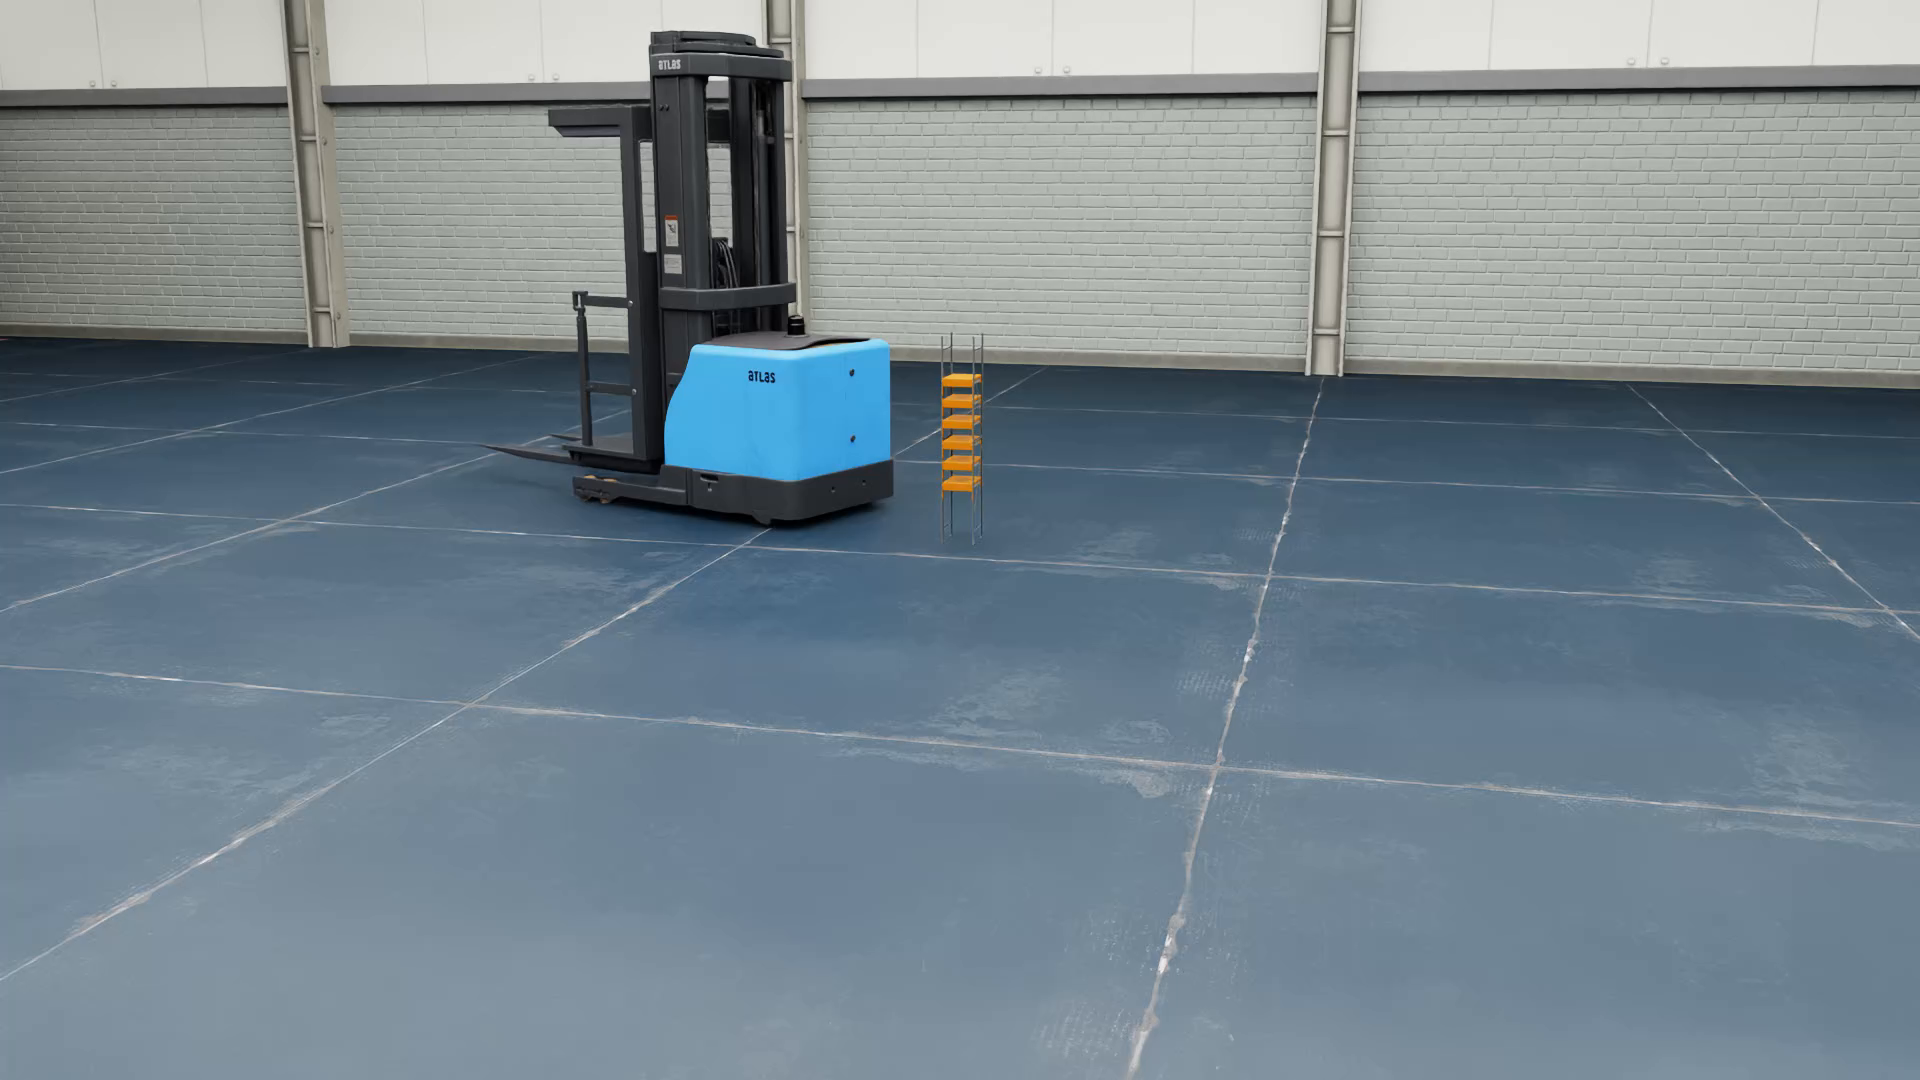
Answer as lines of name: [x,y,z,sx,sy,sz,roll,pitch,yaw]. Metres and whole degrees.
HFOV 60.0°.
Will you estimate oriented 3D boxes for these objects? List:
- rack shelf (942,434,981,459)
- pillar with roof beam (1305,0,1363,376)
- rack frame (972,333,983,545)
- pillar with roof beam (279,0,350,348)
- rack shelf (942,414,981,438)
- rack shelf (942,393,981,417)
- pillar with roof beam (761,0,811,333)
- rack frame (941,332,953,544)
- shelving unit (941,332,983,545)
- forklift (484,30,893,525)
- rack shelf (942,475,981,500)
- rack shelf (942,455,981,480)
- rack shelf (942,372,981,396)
rack shelf: [0.014,-0.542,9.610,0.180,0.103,0.258,3,13,14]
pillar with roof beam: [2.849,-5.256,12.648,0.400,9.000,9.100,3,13,14]
rack frame: [0.103,-0.580,9.579,0.006,1.200,0.240,3,13,14]
pillar with roof beam: [-8.801,-5.879,15.454,0.400,9.000,9.100,3,13,14]
rack shelf: [0.014,-0.659,9.584,0.180,0.103,0.258,3,13,14]
rack shelf: [0.014,-0.776,9.558,0.180,0.103,0.258,3,13,14]
pillar with roof beam: [-2.976,-5.567,14.051,0.400,9.000,9.100,3,13,14]
rack frame: [-0.075,-0.590,9.622,0.006,1.200,0.240,3,13,14]
shelving unit: [0.014,-0.585,9.600,0.189,1.200,0.258,3,13,14]
forklift: [-1.926,-1.749,10.851,3.031,2.935,1.130,9,15,34]
rack shelf: [0.014,-0.307,9.662,0.180,0.103,0.258,3,13,14]
rack shelf: [0.014,-0.424,9.636,0.180,0.103,0.258,3,13,14]
rack shelf: [0.014,-0.893,9.532,0.180,0.103,0.258,3,13,14]
